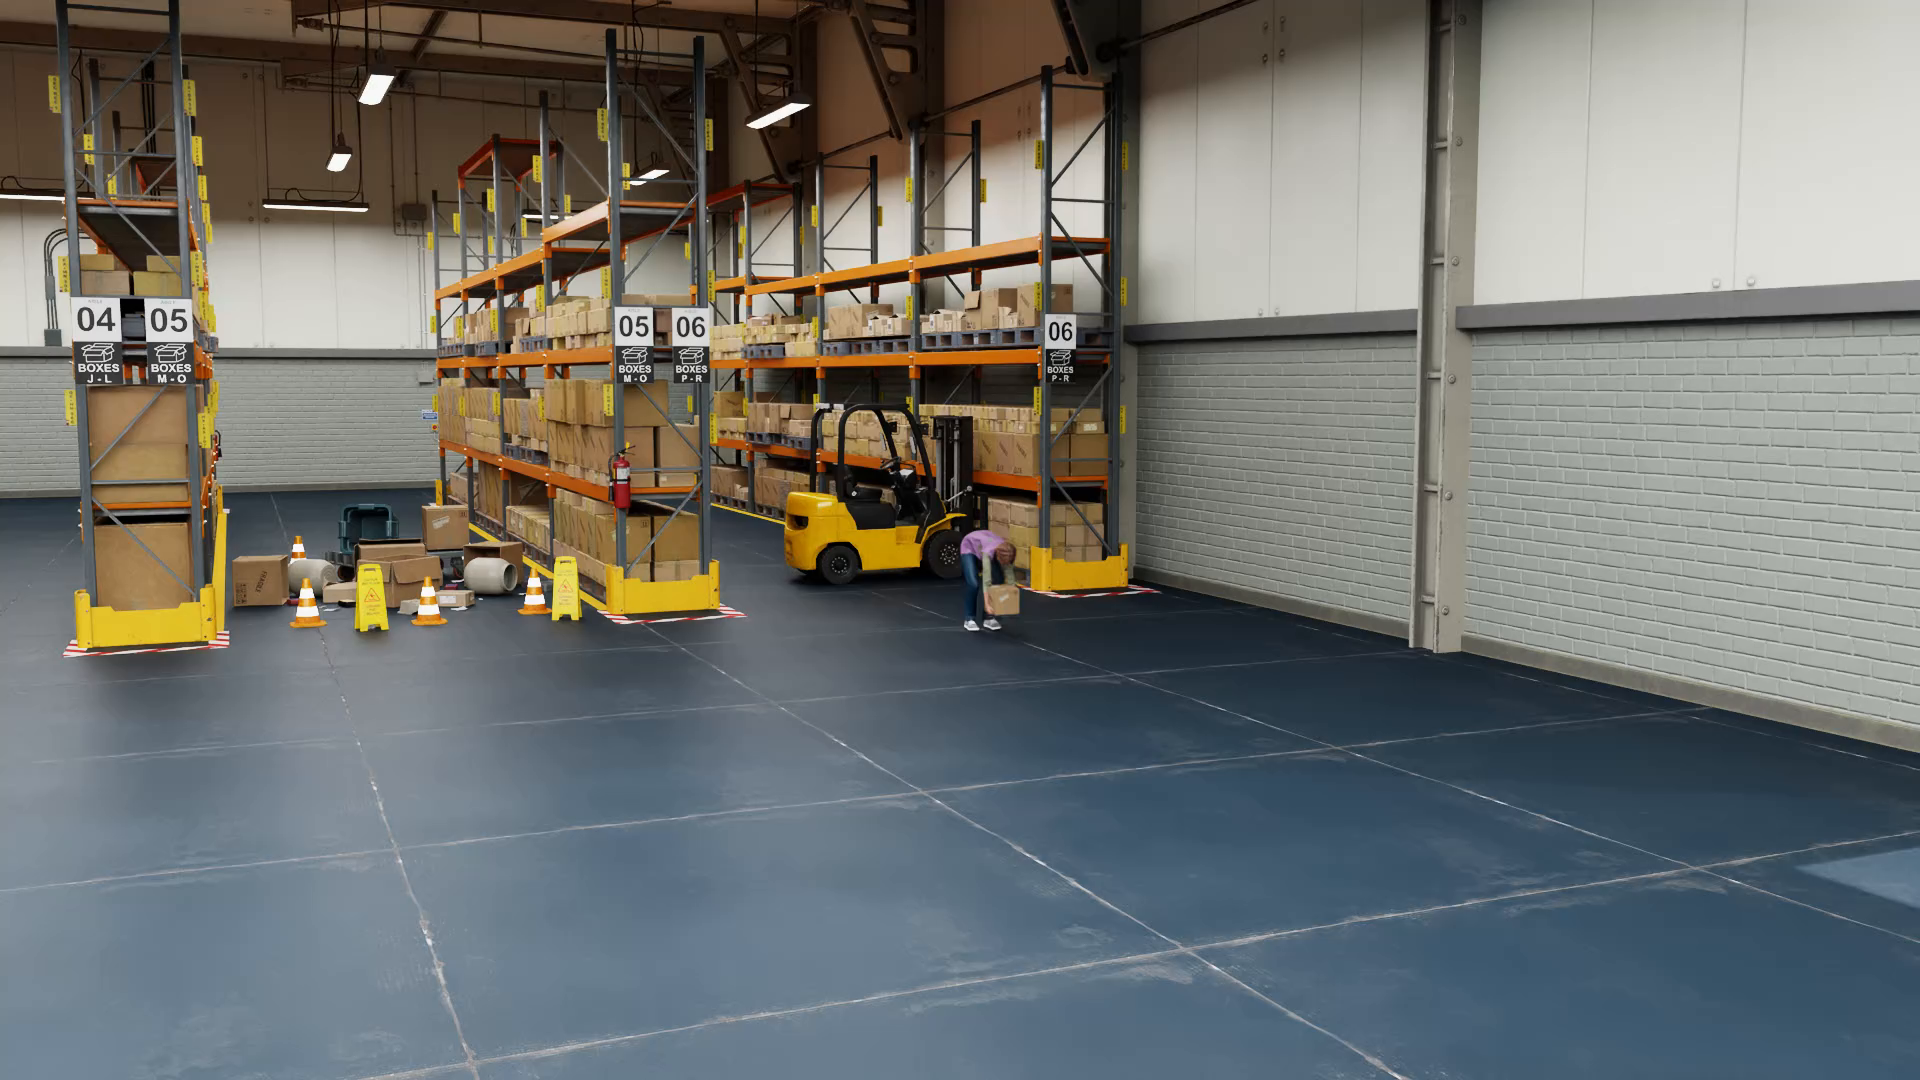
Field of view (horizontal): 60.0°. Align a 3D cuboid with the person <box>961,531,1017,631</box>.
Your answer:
[{"bbox_3d":[0.297,0.411,16.181,0.403,0.980,0.871,-3,6,-26],"label":"person"}]
